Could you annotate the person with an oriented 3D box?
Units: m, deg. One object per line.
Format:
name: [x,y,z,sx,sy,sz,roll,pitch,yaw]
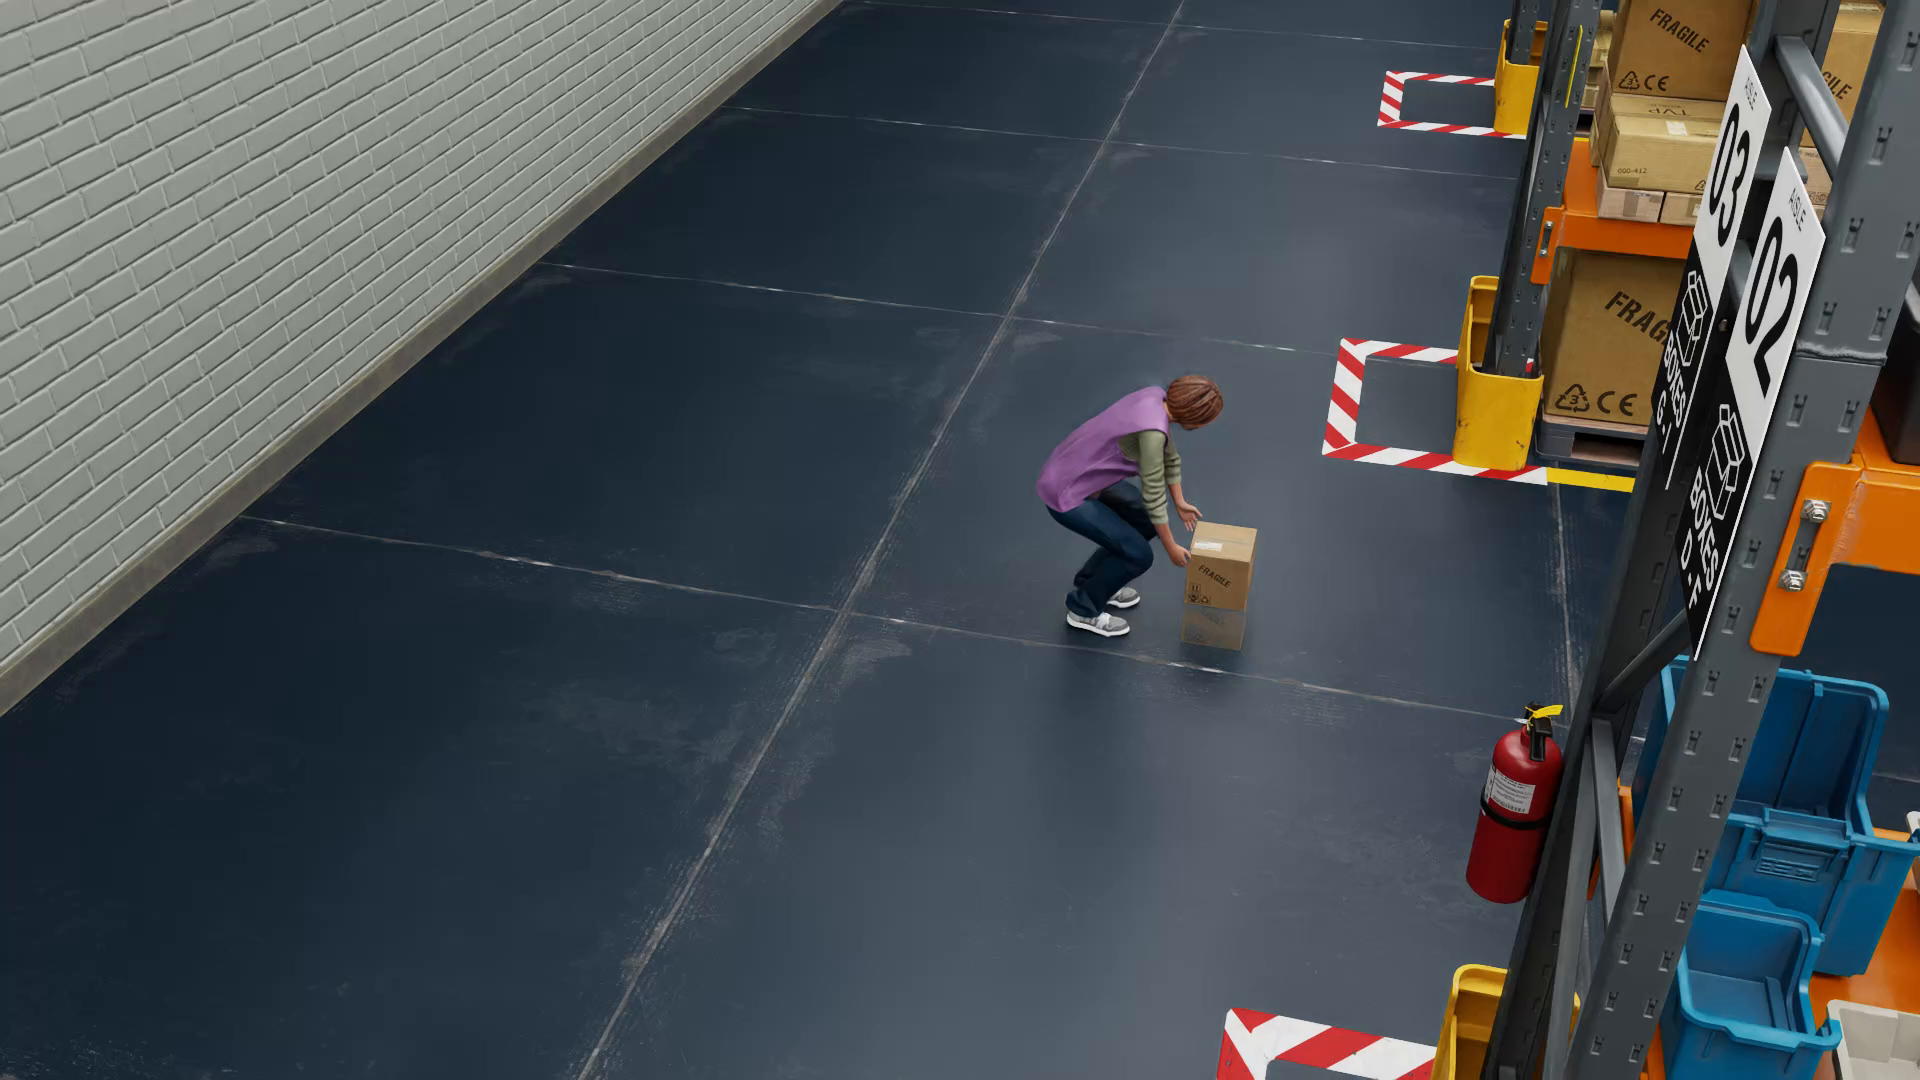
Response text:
person: [0.677,-0.172,6.824,0.721,1.148,0.464,9,34,13]
